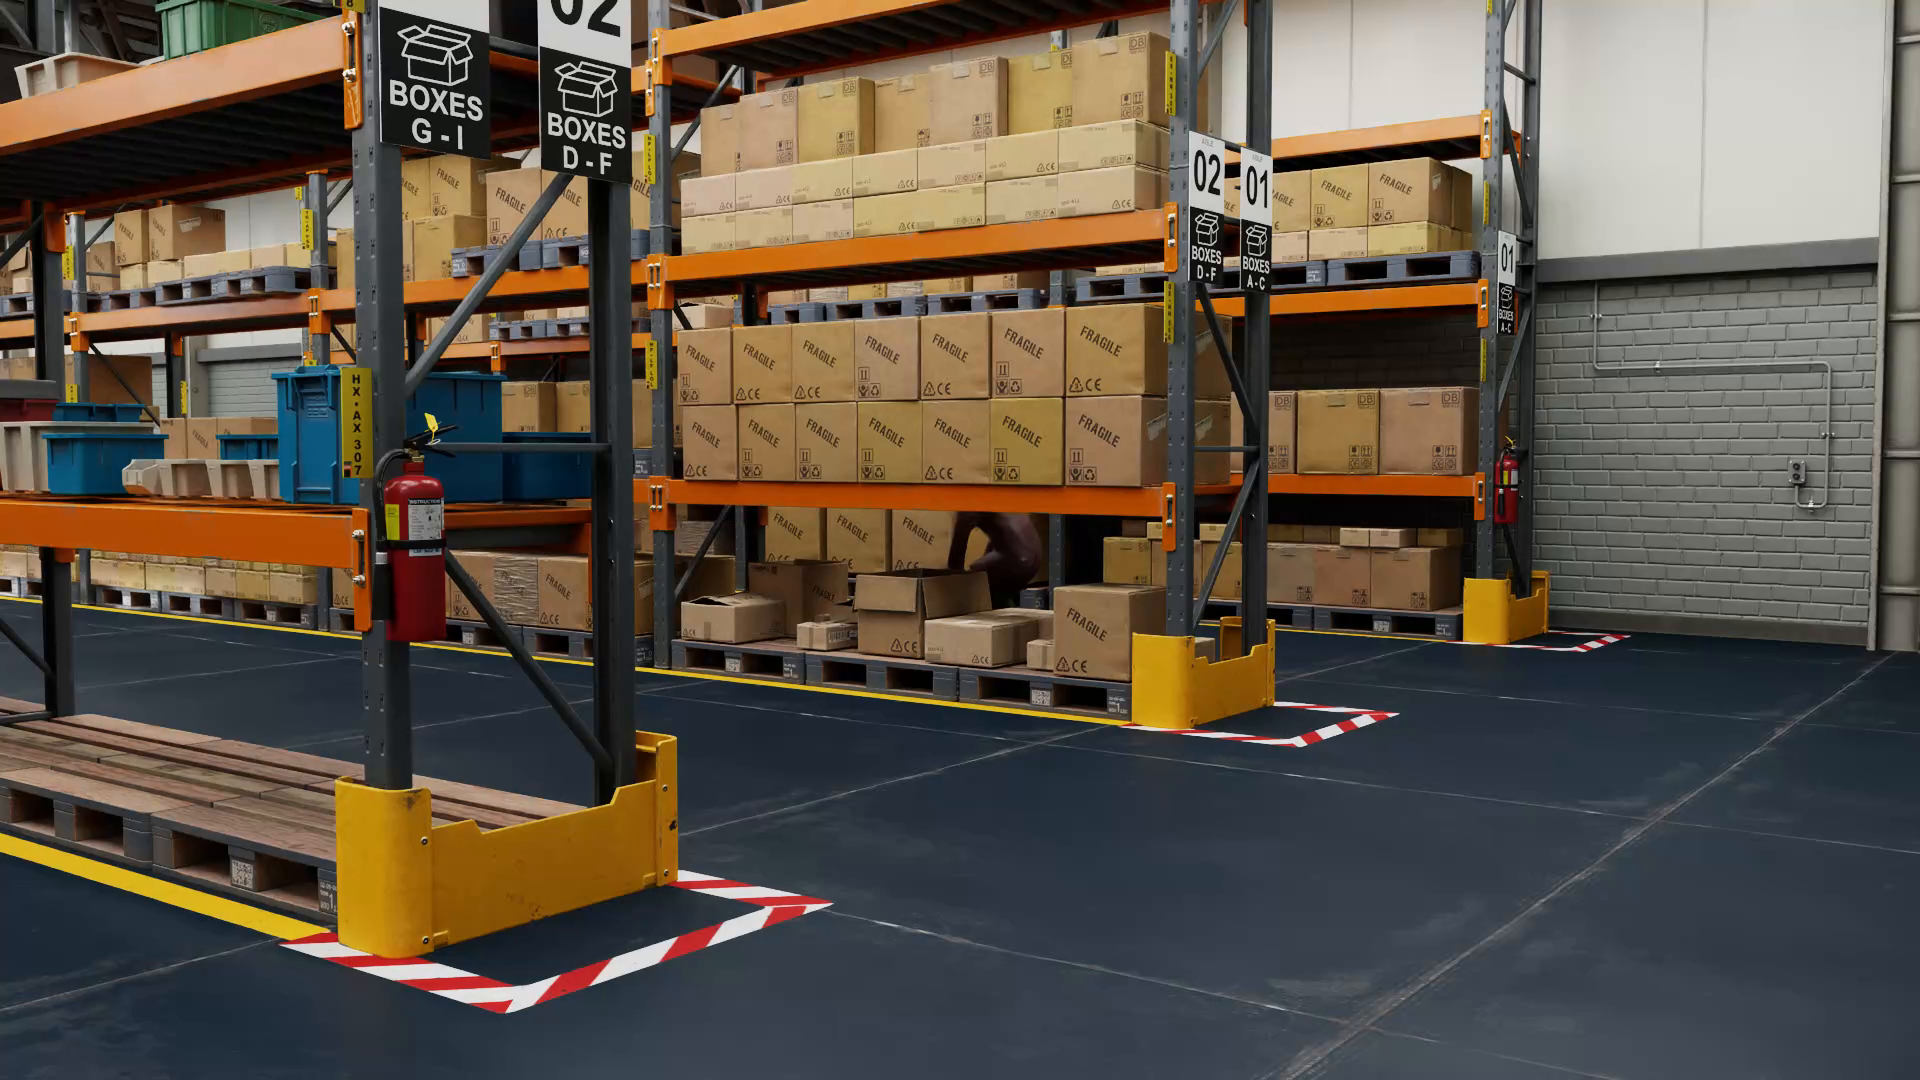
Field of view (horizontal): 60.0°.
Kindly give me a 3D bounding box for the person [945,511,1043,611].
[{"bbox_3d":[0.237,0.155,12.169,0.735,1.388,0.631,2,4,36],"label":"person"}]
